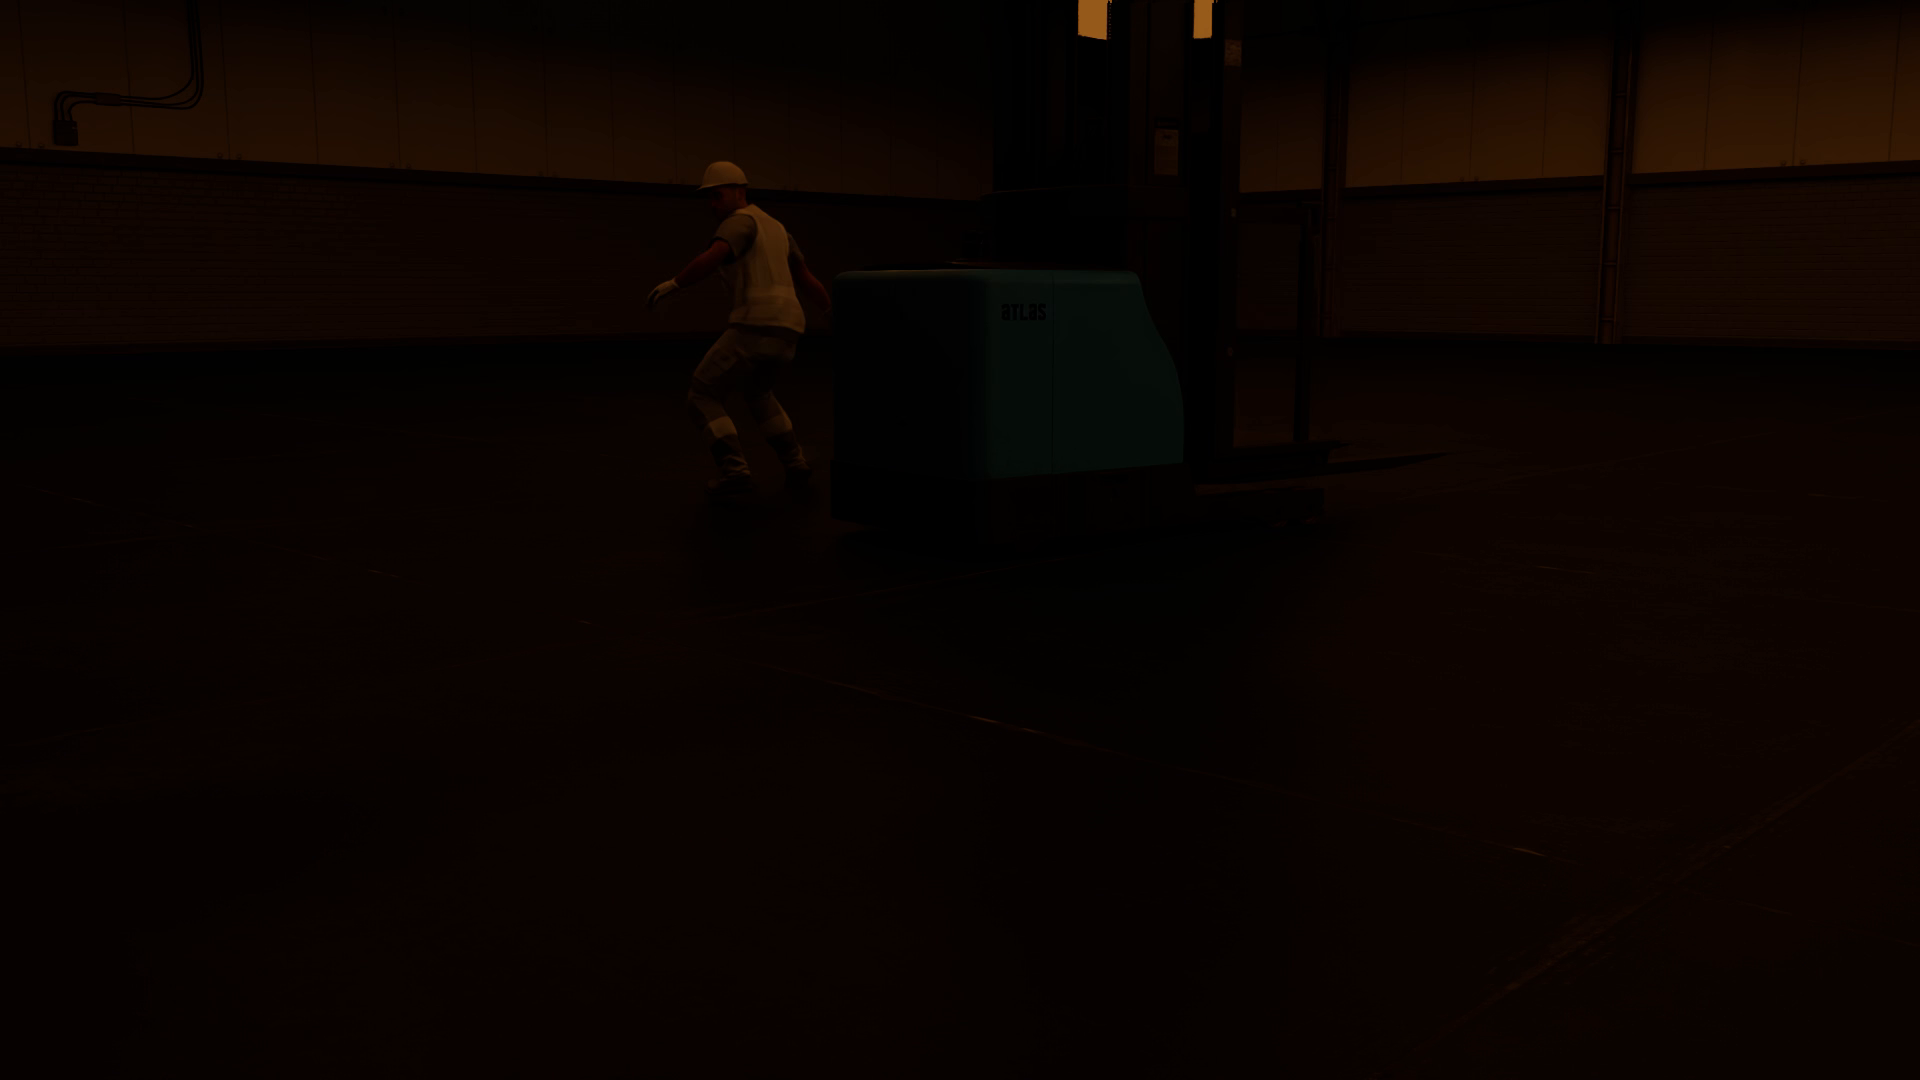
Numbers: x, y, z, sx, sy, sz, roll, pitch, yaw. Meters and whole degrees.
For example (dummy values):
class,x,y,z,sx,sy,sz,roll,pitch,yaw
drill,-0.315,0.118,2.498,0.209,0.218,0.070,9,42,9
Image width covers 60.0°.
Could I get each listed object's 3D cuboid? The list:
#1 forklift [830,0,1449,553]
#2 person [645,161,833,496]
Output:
class,x,y,z,sx,sy,sz,roll,pitch,yaw
forklift,0.949,-1.551,7.174,3.031,2.935,1.130,-6,11,-37
person,-0.987,-0.972,8.120,0.587,1.719,1.086,4,10,27
